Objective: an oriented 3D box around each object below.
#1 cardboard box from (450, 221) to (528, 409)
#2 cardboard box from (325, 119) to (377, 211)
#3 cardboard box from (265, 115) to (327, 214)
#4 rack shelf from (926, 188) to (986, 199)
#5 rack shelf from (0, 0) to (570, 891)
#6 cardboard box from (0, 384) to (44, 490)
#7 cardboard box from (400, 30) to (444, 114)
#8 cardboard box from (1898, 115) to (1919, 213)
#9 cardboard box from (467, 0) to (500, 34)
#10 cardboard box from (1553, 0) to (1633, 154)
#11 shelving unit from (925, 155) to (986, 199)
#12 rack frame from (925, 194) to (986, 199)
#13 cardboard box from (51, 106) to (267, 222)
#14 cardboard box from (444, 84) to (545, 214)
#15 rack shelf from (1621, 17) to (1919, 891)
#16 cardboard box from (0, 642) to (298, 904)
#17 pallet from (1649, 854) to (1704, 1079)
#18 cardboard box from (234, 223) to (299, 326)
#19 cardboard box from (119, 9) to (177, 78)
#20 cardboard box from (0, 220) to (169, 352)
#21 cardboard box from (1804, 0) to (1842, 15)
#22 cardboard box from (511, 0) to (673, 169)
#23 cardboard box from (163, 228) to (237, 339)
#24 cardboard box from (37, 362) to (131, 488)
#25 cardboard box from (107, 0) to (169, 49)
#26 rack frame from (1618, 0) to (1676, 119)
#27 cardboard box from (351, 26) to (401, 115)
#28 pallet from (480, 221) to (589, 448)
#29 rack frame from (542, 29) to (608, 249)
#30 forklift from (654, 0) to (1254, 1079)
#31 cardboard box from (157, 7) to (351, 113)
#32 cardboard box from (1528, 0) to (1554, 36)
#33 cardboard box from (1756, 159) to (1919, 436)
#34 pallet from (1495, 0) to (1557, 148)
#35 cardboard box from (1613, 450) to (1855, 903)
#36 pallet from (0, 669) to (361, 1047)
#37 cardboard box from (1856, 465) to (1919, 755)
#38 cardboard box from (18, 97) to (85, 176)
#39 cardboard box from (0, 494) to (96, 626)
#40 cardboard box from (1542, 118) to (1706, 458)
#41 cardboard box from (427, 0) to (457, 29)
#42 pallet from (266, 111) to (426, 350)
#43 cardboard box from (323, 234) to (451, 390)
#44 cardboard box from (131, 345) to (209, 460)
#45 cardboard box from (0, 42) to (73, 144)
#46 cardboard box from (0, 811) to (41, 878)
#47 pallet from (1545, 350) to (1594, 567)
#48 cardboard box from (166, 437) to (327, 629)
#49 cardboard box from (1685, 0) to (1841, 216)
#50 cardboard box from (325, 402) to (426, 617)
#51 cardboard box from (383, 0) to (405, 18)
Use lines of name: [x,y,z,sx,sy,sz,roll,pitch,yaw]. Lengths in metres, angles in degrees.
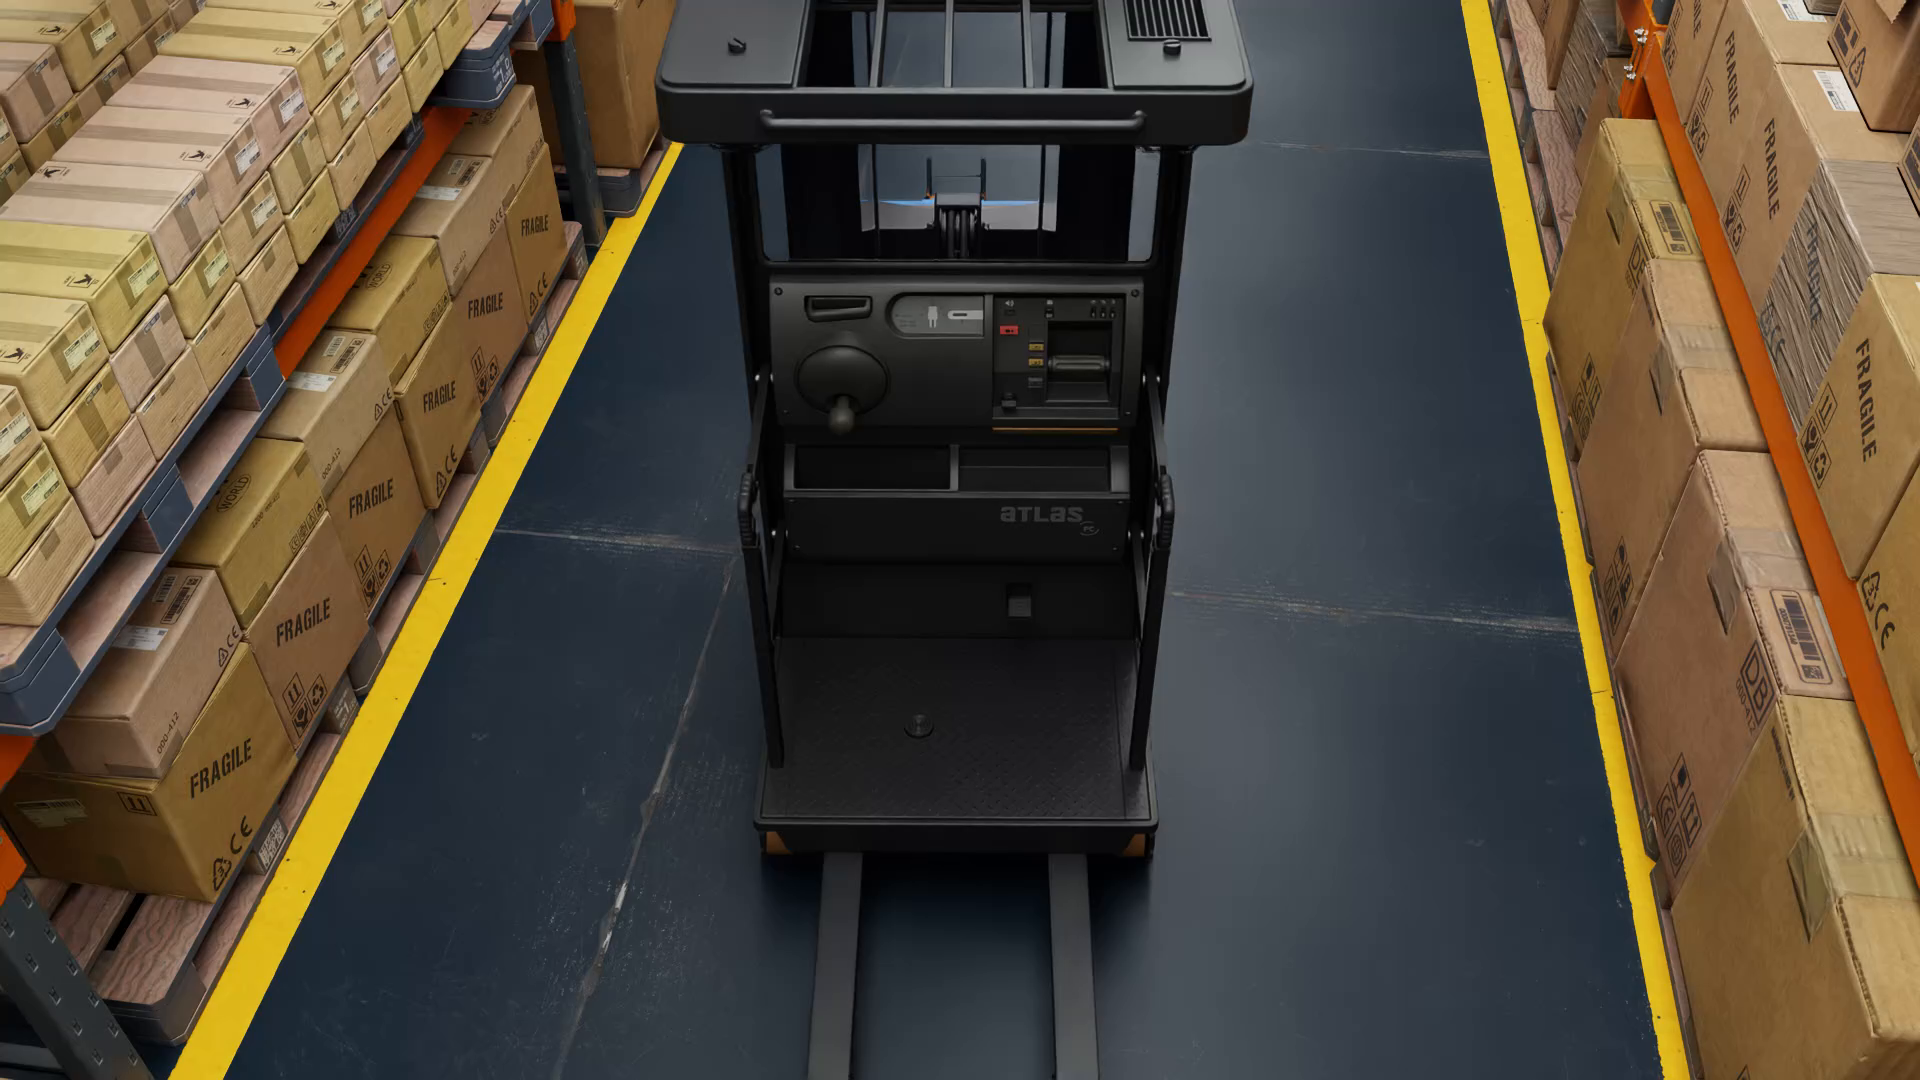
cardboard box: [-1.916,-0.829,5.956,0.500,0.500,0.500,7,44,7]
cardboard box: [-1.832,-1.033,4.537,0.380,0.149,0.250,3,44,4]
cardboard box: [-1.868,-0.974,4.258,0.380,0.149,0.250,5,44,5]
rack shelf: [-0.013,-1.022,5.669,0.215,0.259,0.240,0,43,0]
rack shelf: [-2.280,-0.785,4.921,1.077,0.370,4.000,5,44,6]
cardboard box: [-2.036,-0.188,3.211,0.380,0.149,0.250,7,44,8]
cardboard box: [-1.764,-1.395,4.919,0.380,0.149,0.250,3,44,4]
cardboard box: [2.604,-0.892,3.708,0.797,0.503,0.637,7,44,7]
cardboard box: [-1.693,-1.749,5.292,0.380,0.149,0.250,6,44,6]
cardboard box: [3.017,-1.980,7.157,0.700,0.500,0.500,2,43,2]
shelving unit: [-0.013,-0.824,5.857,0.215,1.050,0.252,0,43,0]
rack frame: [-0.014,-0.740,5.768,0.200,1.050,0.008,0,43,0]
cardboard box: [-1.900,-0.897,3.960,0.380,0.149,0.250,5,44,5]
cardboard box: [-1.846,-1.437,6.053,0.500,0.250,0.500,4,44,5]
rack shelf: [2.623,-0.266,4.372,1.077,0.370,4.000,5,44,6]
cardboard box: [-2.184,0.592,4.456,0.500,0.500,0.500,7,44,7]
pallet: [2.386,1.316,4.207,1.003,0.211,1.213,5,44,6]
cardboard box: [-1.901,-0.675,4.159,0.380,0.149,0.250,3,44,4]
cardboard box: [-2.447,-1.390,4.697,0.380,0.149,0.250,5,44,5]
cardboard box: [-1.969,-0.553,3.596,0.380,0.149,0.250,6,44,6]
cardboard box: [2.775,-1.794,4.660,0.797,0.503,0.637,7,44,7]
cardboard box: [-1.846,-2.152,7.172,1.050,0.750,0.750,5,44,5]
cardboard box: [-1.936,-0.610,3.873,0.380,0.149,0.250,4,44,4]
cardboard box: [-2.004,-0.256,3.500,0.380,0.149,0.250,4,44,5]
cardboard box: [-2.441,-1.494,4.590,0.380,0.149,0.250,6,44,7]
rack frame: [2.888,-1.890,5.564,1.000,3.000,0.127,5,44,6]
cardboard box: [-1.798,-1.322,4.625,0.380,0.149,0.250,6,44,7]
pallet: [-2.120,-0.865,6.510,1.003,0.211,1.213,5,44,6]
rack frame: [-2.015,-2.410,6.113,1.000,3.000,0.127,5,44,6]
forklift: [-0.008,-0.374,4.013,1.130,2.935,3.031,0,43,0]
cardboard box: [-1.834,-1.253,4.336,0.380,0.149,0.250,6,44,7]
cardboard box: [3.159,-2.747,7.967,0.700,0.500,0.500,2,43,2]
cardboard box: [2.356,-0.578,4.106,0.500,0.500,0.500,5,44,6]
pallet: [3.156,-2.239,7.961,1.003,0.211,1.213,5,44,6]
cardboard box: [2.541,0.408,4.377,1.225,0.875,0.875,4,44,4]
pallet: [-2.443,0.798,4.753,1.003,0.211,1.213,5,44,6]
cardboard box: [2.222,0.120,3.369,0.500,0.500,0.500,7,44,7]
cardboard box: [-2.517,-1.041,4.328,0.380,0.149,0.250,5,44,6]
cardboard box: [-2.036,0.028,3.416,0.380,0.149,0.250,3,44,3]
cardboard box: [2.776,-0.802,5.656,1.225,0.875,0.875,3,44,4]
cardboard box: [-1.729,-1.669,4.992,0.380,0.149,0.250,5,44,6]
pallet: [-2.236,-0.987,4.750,1.003,0.211,1.213,5,44,6]
cardboard box: [-1.985,-0.747,5.324,0.500,0.250,0.500,6,44,6]
cardboard box: [-1.968,-0.331,3.795,0.380,0.149,0.250,6,44,6]
cardboard box: [-2.511,-1.140,4.217,0.380,0.149,0.250,3,44,4]
cardboard box: [-2.696,0.544,4.506,0.500,0.500,0.500,4,44,5]
pallet: [2.709,-0.347,5.963,1.003,0.211,1.213,5,44,6]
cardboard box: [-2.117,-0.043,4.581,0.500,0.250,0.500,6,44,7]
cardboard box: [2.488,-1.268,4.835,0.500,0.500,0.500,4,44,4]
cardboard box: [-2.059,-0.127,5.215,0.500,0.500,0.500,6,44,6]
cardboard box: [-1.765,-1.616,4.719,0.380,0.149,0.250,5,44,6]
